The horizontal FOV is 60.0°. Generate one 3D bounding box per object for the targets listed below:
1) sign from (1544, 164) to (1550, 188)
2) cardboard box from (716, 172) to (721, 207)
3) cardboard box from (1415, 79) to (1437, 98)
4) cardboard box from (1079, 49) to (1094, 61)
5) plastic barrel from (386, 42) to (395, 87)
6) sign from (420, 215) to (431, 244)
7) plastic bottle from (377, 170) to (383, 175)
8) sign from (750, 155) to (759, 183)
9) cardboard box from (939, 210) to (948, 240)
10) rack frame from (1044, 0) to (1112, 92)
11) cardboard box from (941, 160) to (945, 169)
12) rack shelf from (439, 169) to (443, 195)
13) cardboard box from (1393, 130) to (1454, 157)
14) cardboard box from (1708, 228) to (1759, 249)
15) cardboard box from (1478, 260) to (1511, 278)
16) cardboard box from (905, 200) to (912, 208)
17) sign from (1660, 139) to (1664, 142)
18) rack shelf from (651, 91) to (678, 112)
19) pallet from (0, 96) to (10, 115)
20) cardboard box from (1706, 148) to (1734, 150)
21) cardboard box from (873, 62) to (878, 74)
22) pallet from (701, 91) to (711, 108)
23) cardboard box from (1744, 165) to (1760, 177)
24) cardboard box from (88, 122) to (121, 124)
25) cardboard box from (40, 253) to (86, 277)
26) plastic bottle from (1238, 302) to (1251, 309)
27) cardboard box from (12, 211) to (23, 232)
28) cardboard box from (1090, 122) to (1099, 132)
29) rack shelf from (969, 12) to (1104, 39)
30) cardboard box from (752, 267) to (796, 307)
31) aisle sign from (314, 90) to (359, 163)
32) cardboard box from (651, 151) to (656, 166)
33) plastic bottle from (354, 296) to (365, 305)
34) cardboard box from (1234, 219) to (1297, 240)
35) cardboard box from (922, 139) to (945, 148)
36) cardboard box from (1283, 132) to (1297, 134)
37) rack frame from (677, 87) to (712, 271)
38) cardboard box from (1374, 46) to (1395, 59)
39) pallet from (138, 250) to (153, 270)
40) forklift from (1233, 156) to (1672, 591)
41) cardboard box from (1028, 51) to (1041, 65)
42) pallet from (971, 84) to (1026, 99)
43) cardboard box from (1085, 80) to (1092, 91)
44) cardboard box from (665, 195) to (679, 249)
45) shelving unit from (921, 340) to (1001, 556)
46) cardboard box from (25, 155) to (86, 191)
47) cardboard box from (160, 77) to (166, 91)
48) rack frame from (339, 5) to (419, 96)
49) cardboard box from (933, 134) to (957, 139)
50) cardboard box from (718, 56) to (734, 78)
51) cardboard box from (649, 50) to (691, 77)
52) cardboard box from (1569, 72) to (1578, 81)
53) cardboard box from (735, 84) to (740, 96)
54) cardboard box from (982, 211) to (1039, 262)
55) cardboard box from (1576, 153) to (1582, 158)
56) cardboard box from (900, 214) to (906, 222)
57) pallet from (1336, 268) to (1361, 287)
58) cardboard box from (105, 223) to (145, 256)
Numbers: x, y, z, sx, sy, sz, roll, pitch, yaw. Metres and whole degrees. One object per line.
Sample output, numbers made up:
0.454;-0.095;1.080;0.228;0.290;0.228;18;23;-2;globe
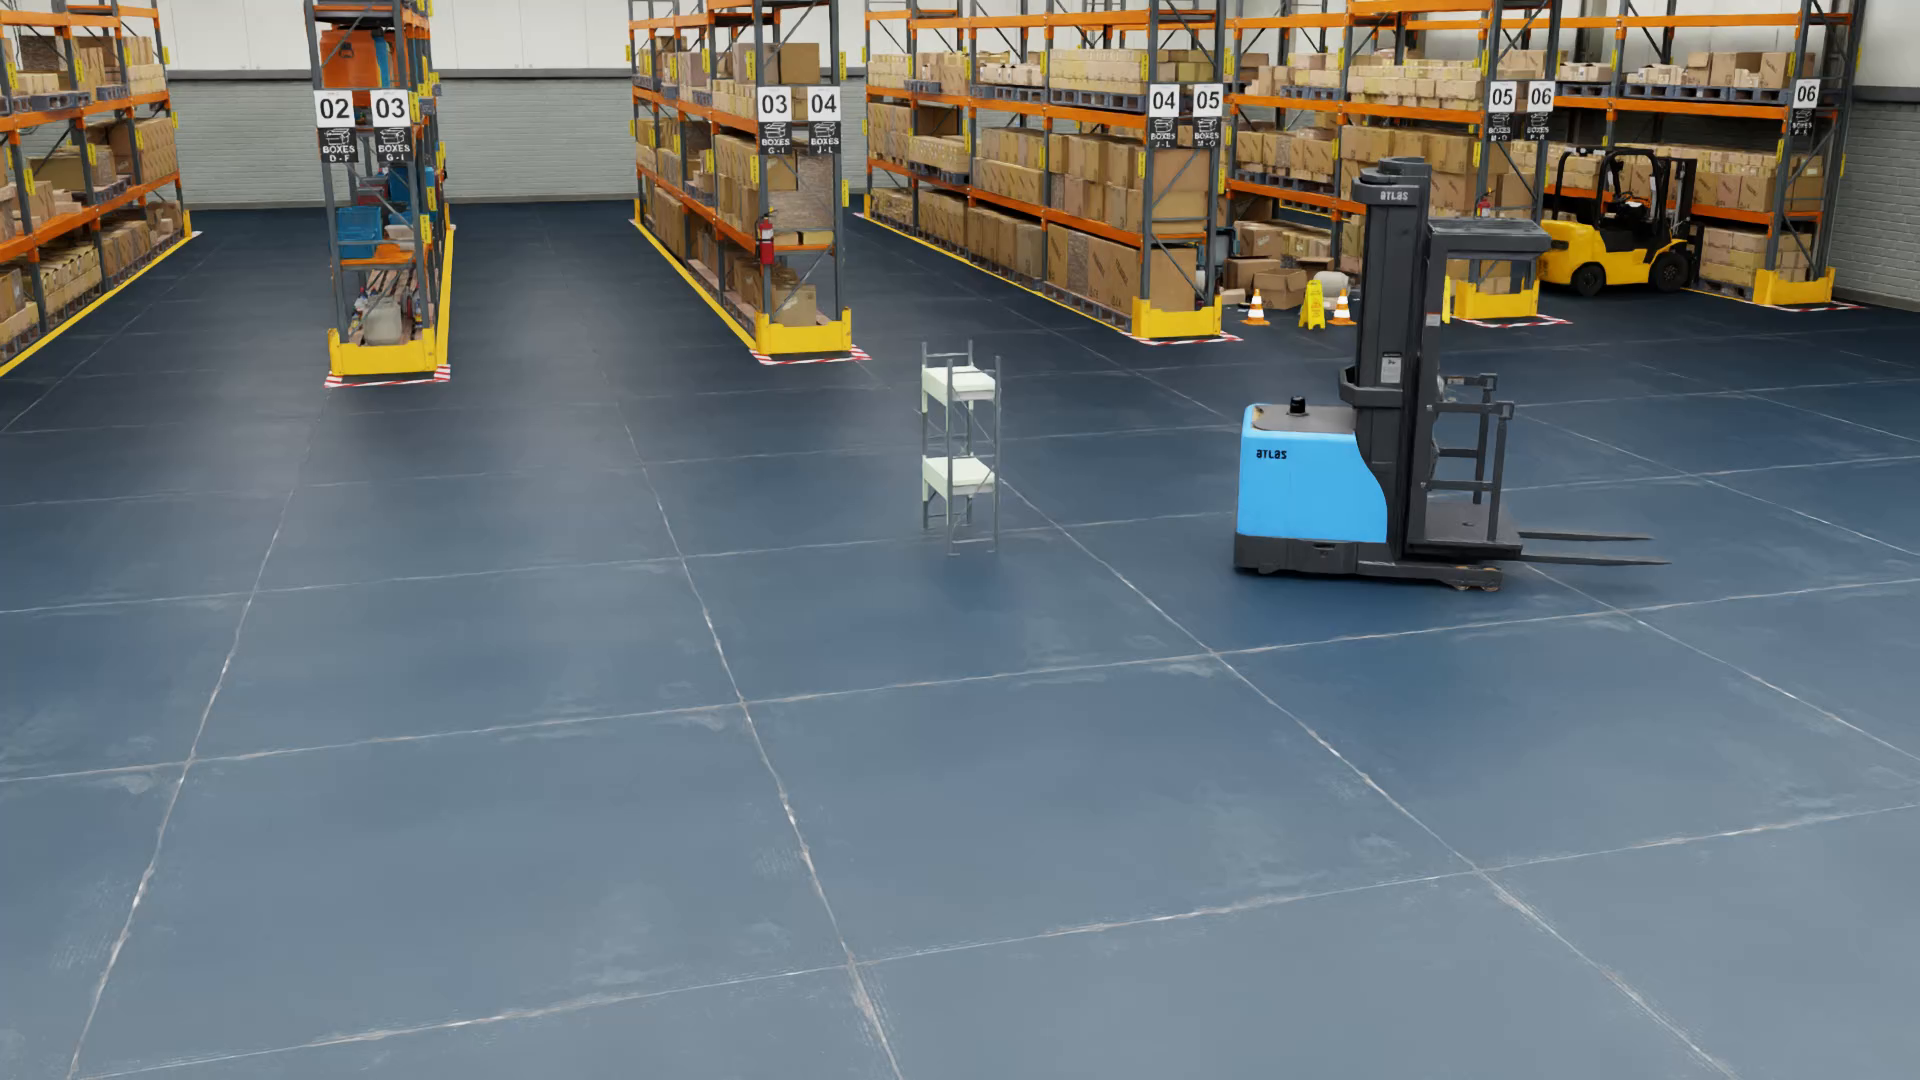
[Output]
8.110;-5.047;23.034;0.100;0.325;0.005;-5;17;-15;sign
-2.975;-4.973;23.603;0.875;0.500;0.500;-5;17;-15;cardboard box
6.904;-6.499;23.903;0.500;0.250;0.500;-4;17;-14;cardboard box
1.881;-6.744;23.122;0.380;0.149;0.250;-5;17;-15;cardboard box
-8.884;-7.059;25.154;0.600;0.901;0.600;0;17;0;plastic barrel
-6.173;-3.589;19.205;0.100;0.325;0.005;-5;17;-15;sign
-9.740;-6.045;27.948;0.144;0.351;0.185;-5;17;-15;plastic bottle
-2.480;-4.473;20.068;0.100;0.325;0.005;-5;17;-15;sign
-0.074;-5.837;30.785;0.500;0.500;0.500;-6;18;-18;cardboard box
1.757;-8.149;24.440;1.000;3.000;0.127;-5;17;-15;rack frame
-0.122;-6.773;29.992;0.380;0.149;0.250;-5;17;-16;cardboard box
-10.550;-6.942;32.099;1.077;0.370;4.000;-5;17;-15;rack shelf
6.863;-5.805;24.634;0.700;0.500;0.500;-5;17;-16;cardboard box
11.787;-4.589;25.328;0.500;0.250;0.500;-4;17;-14;cardboard box
7.625;-4.084;24.080;0.500;0.500;0.500;-5;18;-17;cardboard box
-0.898;-6.755;33.418;0.380;0.149;0.250;-4;17;-15;cardboard box
11.793;-6.586;28.021;0.100;0.325;0.005;-5;17;-15;sign
-4.689;-7.664;29.288;1.077;0.370;4.000;-5;17;-15;rack shelf
-12.306;-5.290;20.290;1.003;0.211;1.213;-5;17;-15;pallet
11.999;-6.096;26.215;0.380;0.149;0.250;-4;17;-14;cardboard box
-1.526;-9.914;34.919;0.500;0.250;0.500;-5;17;-16;cardboard box
-3.107;-6.438;24.283;1.213;0.211;1.003;-5;17;-15;pallet
11.896;-5.483;24.691;0.380;0.149;0.250;-4;17;-14;cardboard box
-15.434;-7.270;30.028;0.500;0.500;0.500;-5;17;-15;cardboard box
-12.999;-3.981;24.065;0.500;0.311;0.500;-5;17;-16;cardboard box
4.142;-3.417;24.222;0.133;0.061;0.283;-12;20;-34;plastic bottle
-12.743;-4.191;21.950;0.500;0.250;0.500;-4;17;-12;cardboard box
3.198;-9.244;36.600;0.500;0.500;0.500;-5;17;-17;cardboard box
1.207;-8.167;26.443;1.077;0.370;4.000;-5;17;-15;rack shelf
-2.557;-3.479;22.935;0.500;0.500;0.500;-6;18;-20;cardboard box
-6.969;-4.616;18.585;0.394;0.787;0.004;-5;17;-15;aisle sign
-5.612;-7.297;31.774;0.500;0.250;0.500;-5;17;-16;cardboard box
-7.759;-2.985;21.516;0.144;0.351;0.185;-4;17;-13;plastic bottle
5.535;-5.588;30.177;0.950;0.372;0.625;-6;18;-19;cardboard box
-0.488;-7.422;31.118;0.380;0.149;0.250;-5;17;-16;cardboard box
5.934;-6.948;29.446;0.500;0.500;0.500;-5;17;-16;cardboard box
-4.139;-6.019;27.774;1.000;3.000;0.127;-5;17;-15;rack frame
8.809;-10.097;34.434;0.396;0.266;0.258;-5;17;-16;cardboard box
-14.504;-4.785;28.516;1.003;0.211;1.213;-5;17;-15;pallet
3.565;-1.207;11.875;3.031;2.935;1.130;3;17;10;forklift
1.405;-7.658;26.939;0.500;0.500;0.500;-5;17;-15;cardboard box
0.886;-7.555;28.003;1.213;0.211;1.003;-4;17;-13;pallet
1.948;-6.293;23.008;0.380;0.149;0.250;-4;17;-15;cardboard box
-4.546;-5.642;29.483;1.225;0.875;0.875;-5;17;-15;cardboard box
0.002;-0.716;12.730;0.431;1.500;0.755;-5;17;-15;shelving unit
-13.946;-5.651;25.646;0.700;0.500;0.500;-12;20;-34;cardboard box
-15.469;-8.693;31.724;0.500;0.250;0.500;-5;17;-15;cardboard box
-7.802;-7.394;21.924;1.000;3.000;0.127;-5;17;-15;rack frame
-0.335;-7.836;33.135;0.500;0.500;0.500;-5;17;-16;cardboard box
-3.074;-6.737;24.043;0.797;0.503;0.637;-6;18;-18;cardboard box
-5.511;-9.070;31.642;0.700;0.500;0.500;-6;18;-19;cardboard box
10.666;-7.935;28.472;0.380;0.149;0.250;-5;17;-15;cardboard box
-2.667;-5.774;21.314;0.380;0.149;0.250;-6;18;-18;cardboard box
0.982;-5.089;27.861;1.050;0.750;0.750;-4;17;-14;cardboard box
10.848;-6.666;28.630;0.380;0.149;0.250;-5;17;-15;cardboard box
-1.003;-6.553;33.779;0.380;0.149;0.250;-5;18;-17;cardboard box
6.707;-4.177;26.491;1.003;0.211;1.213;-5;17;-15;pallet
-14.225;-5.105;28.314;0.500;0.500;0.500;-5;17;-15;cardboard box
